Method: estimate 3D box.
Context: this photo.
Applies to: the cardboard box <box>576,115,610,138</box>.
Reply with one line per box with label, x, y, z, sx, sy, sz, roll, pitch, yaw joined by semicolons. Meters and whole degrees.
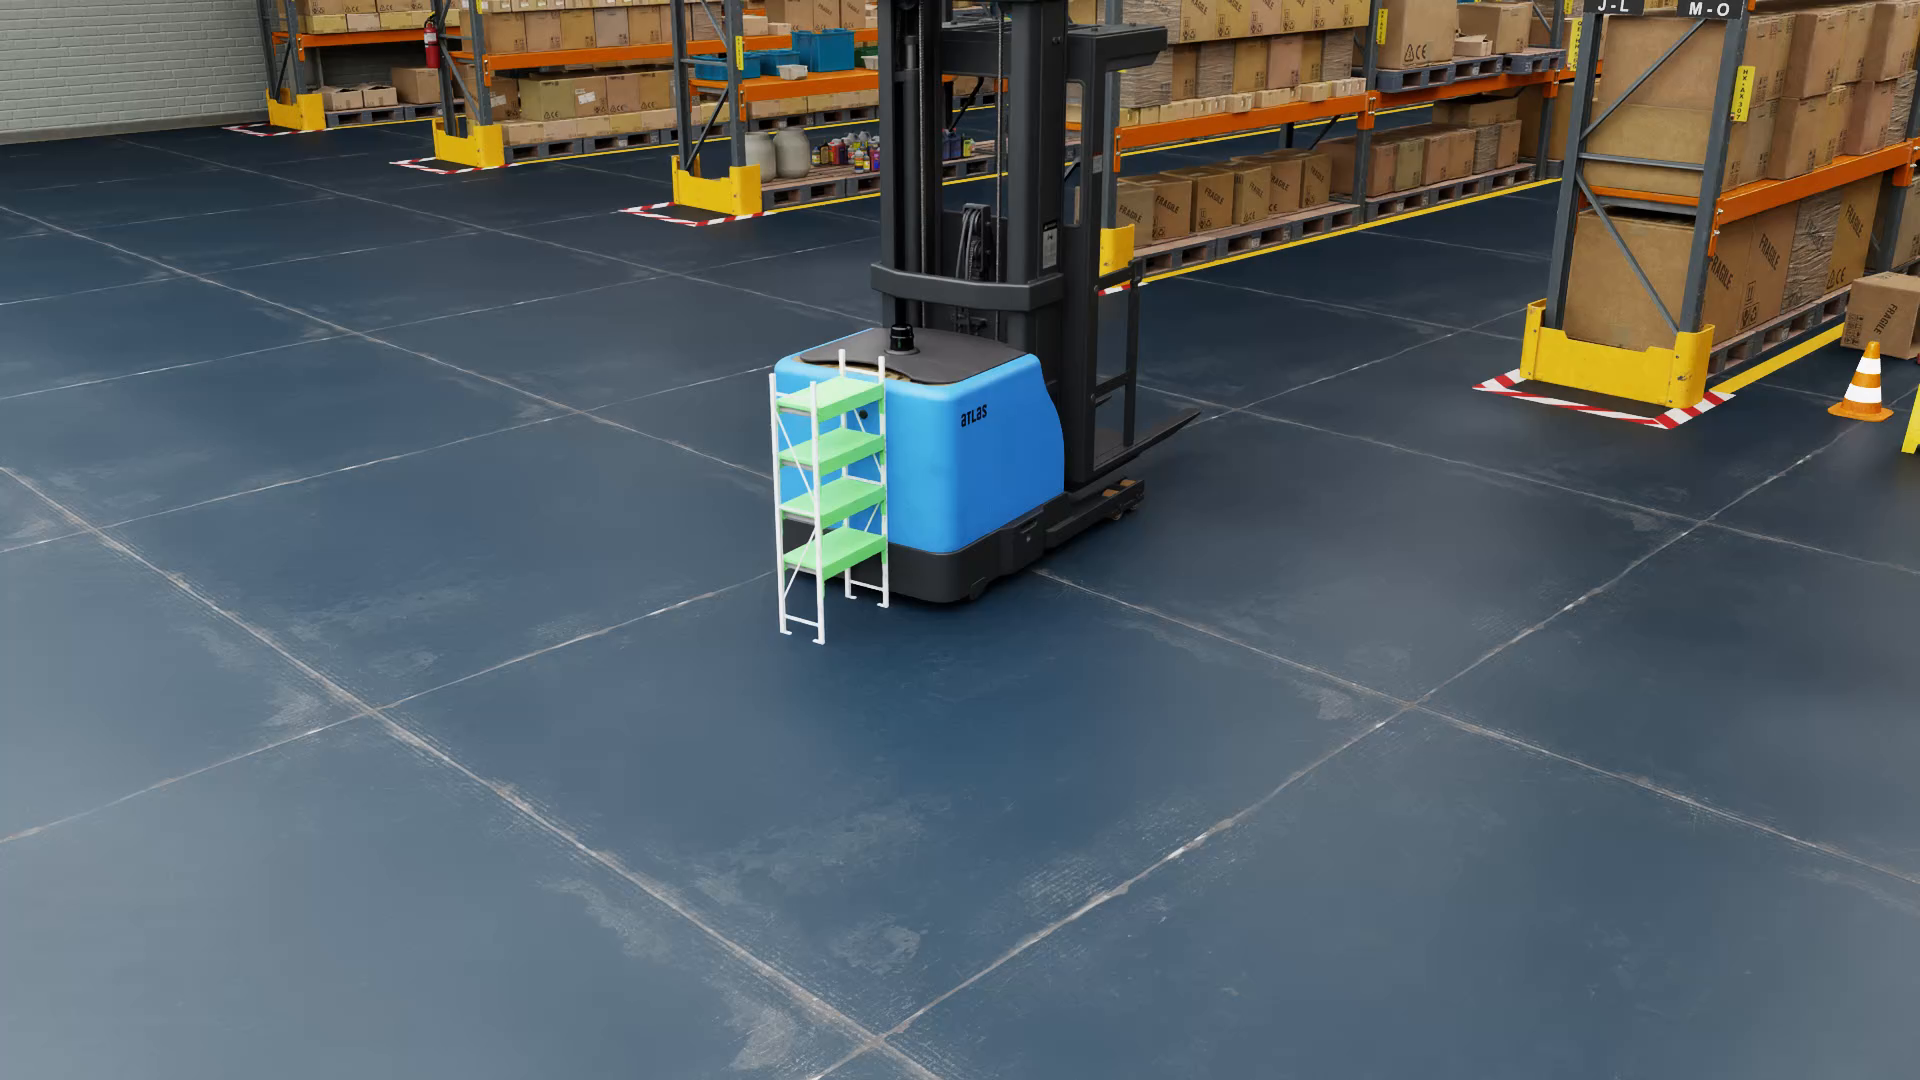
cardboard box;-4.943;-5.437;21.788;0.500;0.250;0.500;19;28;41

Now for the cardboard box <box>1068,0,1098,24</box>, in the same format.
cardboard box;1.130;-4.560;14.310;0.500;0.500;0.500;19;28;41

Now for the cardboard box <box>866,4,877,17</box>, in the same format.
cardboard box;-1.353;-8.018;25.379;0.500;0.311;0.500;19;28;40

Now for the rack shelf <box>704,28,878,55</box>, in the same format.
rack shelf;-1.986;-7.391;24.627;1.077;0.370;4.000;19;28;41

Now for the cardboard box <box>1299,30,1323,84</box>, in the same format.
cardboard box;2.982;-4.698;16.063;0.875;0.500;0.500;19;28;41

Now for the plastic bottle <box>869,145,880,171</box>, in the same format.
plastic bottle;-0.966;-4.323;18.814;0.133;0.283;0.061;-20;28;-41

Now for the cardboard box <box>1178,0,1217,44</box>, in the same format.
cardboard box;1.856;-4.557;14.301;0.500;0.500;0.500;19;28;41

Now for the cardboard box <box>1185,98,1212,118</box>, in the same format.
cardboard box;2.005;-3.853;14.768;0.380;0.149;0.250;19;28;41

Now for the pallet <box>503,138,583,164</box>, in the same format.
pallet;-5.668;-5.090;21.524;1.003;0.211;1.213;19;28;41

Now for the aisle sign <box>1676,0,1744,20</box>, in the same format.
aisle sign;4.572;-3.557;10.025;0.394;0.787;0.004;19;28;41

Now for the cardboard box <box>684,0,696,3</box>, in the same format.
cardboard box;-3.772;-7.308;22.363;0.380;0.149;0.250;18;28;39

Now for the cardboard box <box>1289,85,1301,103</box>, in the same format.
cardboard box;3.012;-4.252;15.807;0.380;0.149;0.250;19;28;41

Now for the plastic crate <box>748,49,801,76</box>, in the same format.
plastic crate;-2.033;-5.244;18.244;0.499;0.251;0.408;19;28;41

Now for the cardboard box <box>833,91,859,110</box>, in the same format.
cardboard box;-1.850;-6.563;24.715;0.500;0.250;0.500;-20;28;-41

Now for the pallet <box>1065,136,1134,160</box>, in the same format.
pallet;1.536;-5.197;21.803;1.003;0.211;1.213;19;28;41

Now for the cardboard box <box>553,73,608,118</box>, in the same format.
cardboard box;-4.951;-5.790;21.660;0.500;0.500;0.500;19;28;41

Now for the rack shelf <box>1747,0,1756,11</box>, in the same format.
rack shelf;5.802;-4.016;11.663;1.077;0.370;4.000;19;28;41

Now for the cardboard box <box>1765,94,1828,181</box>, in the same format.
cardboard box;5.482;-2.873;11.660;0.875;0.550;0.550;19;28;41

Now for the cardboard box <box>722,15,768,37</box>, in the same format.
cardboard box;-3.069;-7.281;23.545;0.500;0.250;0.500;-18;27;-39

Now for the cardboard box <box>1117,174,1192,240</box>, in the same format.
cardboard box;1.764;-3.052;15.234;0.500;0.500;0.500;-12;24;-28

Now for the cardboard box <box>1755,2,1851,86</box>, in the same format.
cardboard box;5.775;-3.540;11.890;0.875;0.550;0.500;19;28;41

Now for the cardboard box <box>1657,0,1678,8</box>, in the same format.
cardboard box;8.855;-7.138;21.427;0.797;0.503;0.637;18;28;39

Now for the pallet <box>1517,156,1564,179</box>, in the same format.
pallet;7.108;-4.643;20.360;1.003;0.211;1.213;19;28;41

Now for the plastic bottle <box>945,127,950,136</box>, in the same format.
plastic bottle;-0.181;-4.740;19.804;0.144;0.351;0.185;19;28;41

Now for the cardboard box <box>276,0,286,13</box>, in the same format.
cardboard box;-9.547;-7.887;24.050;0.500;0.500;0.500;19;28;40

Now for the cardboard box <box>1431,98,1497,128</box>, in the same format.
cardboard box;5.696;-4.831;18.788;0.500;0.250;0.500;-16;26;-36

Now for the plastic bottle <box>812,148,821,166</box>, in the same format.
plastic bottle;-1.658;-4.425;19.194;0.097;0.201;0.097;0;21;0

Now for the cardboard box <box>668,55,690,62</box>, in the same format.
cardboard box;-5.050;-8.217;28.644;0.700;0.500;0.500;19;28;41

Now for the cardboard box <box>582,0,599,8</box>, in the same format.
cardboard box;-4.847;-6.913;21.335;0.380;0.149;0.250;19;28;40

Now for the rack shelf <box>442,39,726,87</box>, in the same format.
rack shelf;-4.776;-6.363;21.951;1.077;0.370;4.000;19;28;41

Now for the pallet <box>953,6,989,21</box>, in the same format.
pallet;-0.168;-8.344;26.369;1.213;0.211;1.003;19;28;41

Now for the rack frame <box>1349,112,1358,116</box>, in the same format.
rack frame;5.746;-8.029;25.282;1.000;3.000;0.127;19;28;41

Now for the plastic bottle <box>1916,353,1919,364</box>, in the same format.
plastic bottle;6.961;-1.275;11.806;0.283;0.061;0.133;9;23;23

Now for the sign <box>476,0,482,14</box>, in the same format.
sign;-5.778;-6.485;19.950;0.100;0.325;0.005;19;28;41

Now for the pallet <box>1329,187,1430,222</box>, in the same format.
pallet;4.256;-3.632;17.729;1.003;0.211;1.213;19;28;41

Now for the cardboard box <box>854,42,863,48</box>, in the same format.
cardboard box;-2.330;-9.272;30.928;0.750;0.750;0.750;-19;28;-40

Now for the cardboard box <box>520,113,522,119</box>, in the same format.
cardboard box;-5.669;-5.441;21.796;0.500;0.250;0.500;19;28;41

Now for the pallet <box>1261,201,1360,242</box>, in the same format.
pallet;3.271;-3.250;16.735;1.003;0.211;1.213;19;28;41

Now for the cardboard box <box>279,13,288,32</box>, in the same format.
cardboard box;-9.536;-7.532;24.170;0.500;0.250;0.500;-20;28;-41

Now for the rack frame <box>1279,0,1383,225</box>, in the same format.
rack frame;3.714;-4.733;16.707;1.000;3.000;0.127;19;28;41

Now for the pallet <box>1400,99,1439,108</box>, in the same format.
pallet;7.082;-7.241;27.119;1.003;0.211;1.213;19;28;41

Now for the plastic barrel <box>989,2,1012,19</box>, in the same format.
plastic barrel;0.652;-6.230;19.903;0.600;0.901;0.708;19;28;41

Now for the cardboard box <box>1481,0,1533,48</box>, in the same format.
cardboard box;6.156;-5.855;18.902;0.500;0.500;0.500;15;26;34

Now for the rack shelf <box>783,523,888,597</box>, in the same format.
rack shelf;-0.571;0.087;7.522;0.258;0.148;0.480;13;25;31

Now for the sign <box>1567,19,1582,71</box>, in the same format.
sign;4.028;-3.228;10.847;0.100;0.325;0.005;19;28;41

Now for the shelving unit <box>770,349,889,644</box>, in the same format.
shelving unit;-0.571;-0.196;7.413;0.258;1.200;0.503;13;25;31

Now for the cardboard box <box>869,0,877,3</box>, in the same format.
cardboard box;-1.757;-10.117;31.036;0.250;0.149;0.380;-19;28;-40

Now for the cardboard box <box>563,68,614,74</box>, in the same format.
cardboard box;-4.974;-6.049;22.333;0.500;0.500;0.500;19;28;41

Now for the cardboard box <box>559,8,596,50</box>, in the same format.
cardboard box;-5.123;-6.611;21.453;0.700;0.500;0.500;19;28;41

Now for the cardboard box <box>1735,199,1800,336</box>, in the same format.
cardboard box;5.445;-2.059;12.127;0.875;0.875;0.875;19;28;40

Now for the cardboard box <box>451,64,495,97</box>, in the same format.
cardboard box;-7.628;-7.214;26.033;0.500;0.500;0.500;17;27;37

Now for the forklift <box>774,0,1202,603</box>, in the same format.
forklift;0.342;-1.555;8.534;1.130;2.935;3.031;13;25;31

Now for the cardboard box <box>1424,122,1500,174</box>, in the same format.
cardboard box;5.673;-4.476;18.911;0.700;0.500;0.500;16;26;36
